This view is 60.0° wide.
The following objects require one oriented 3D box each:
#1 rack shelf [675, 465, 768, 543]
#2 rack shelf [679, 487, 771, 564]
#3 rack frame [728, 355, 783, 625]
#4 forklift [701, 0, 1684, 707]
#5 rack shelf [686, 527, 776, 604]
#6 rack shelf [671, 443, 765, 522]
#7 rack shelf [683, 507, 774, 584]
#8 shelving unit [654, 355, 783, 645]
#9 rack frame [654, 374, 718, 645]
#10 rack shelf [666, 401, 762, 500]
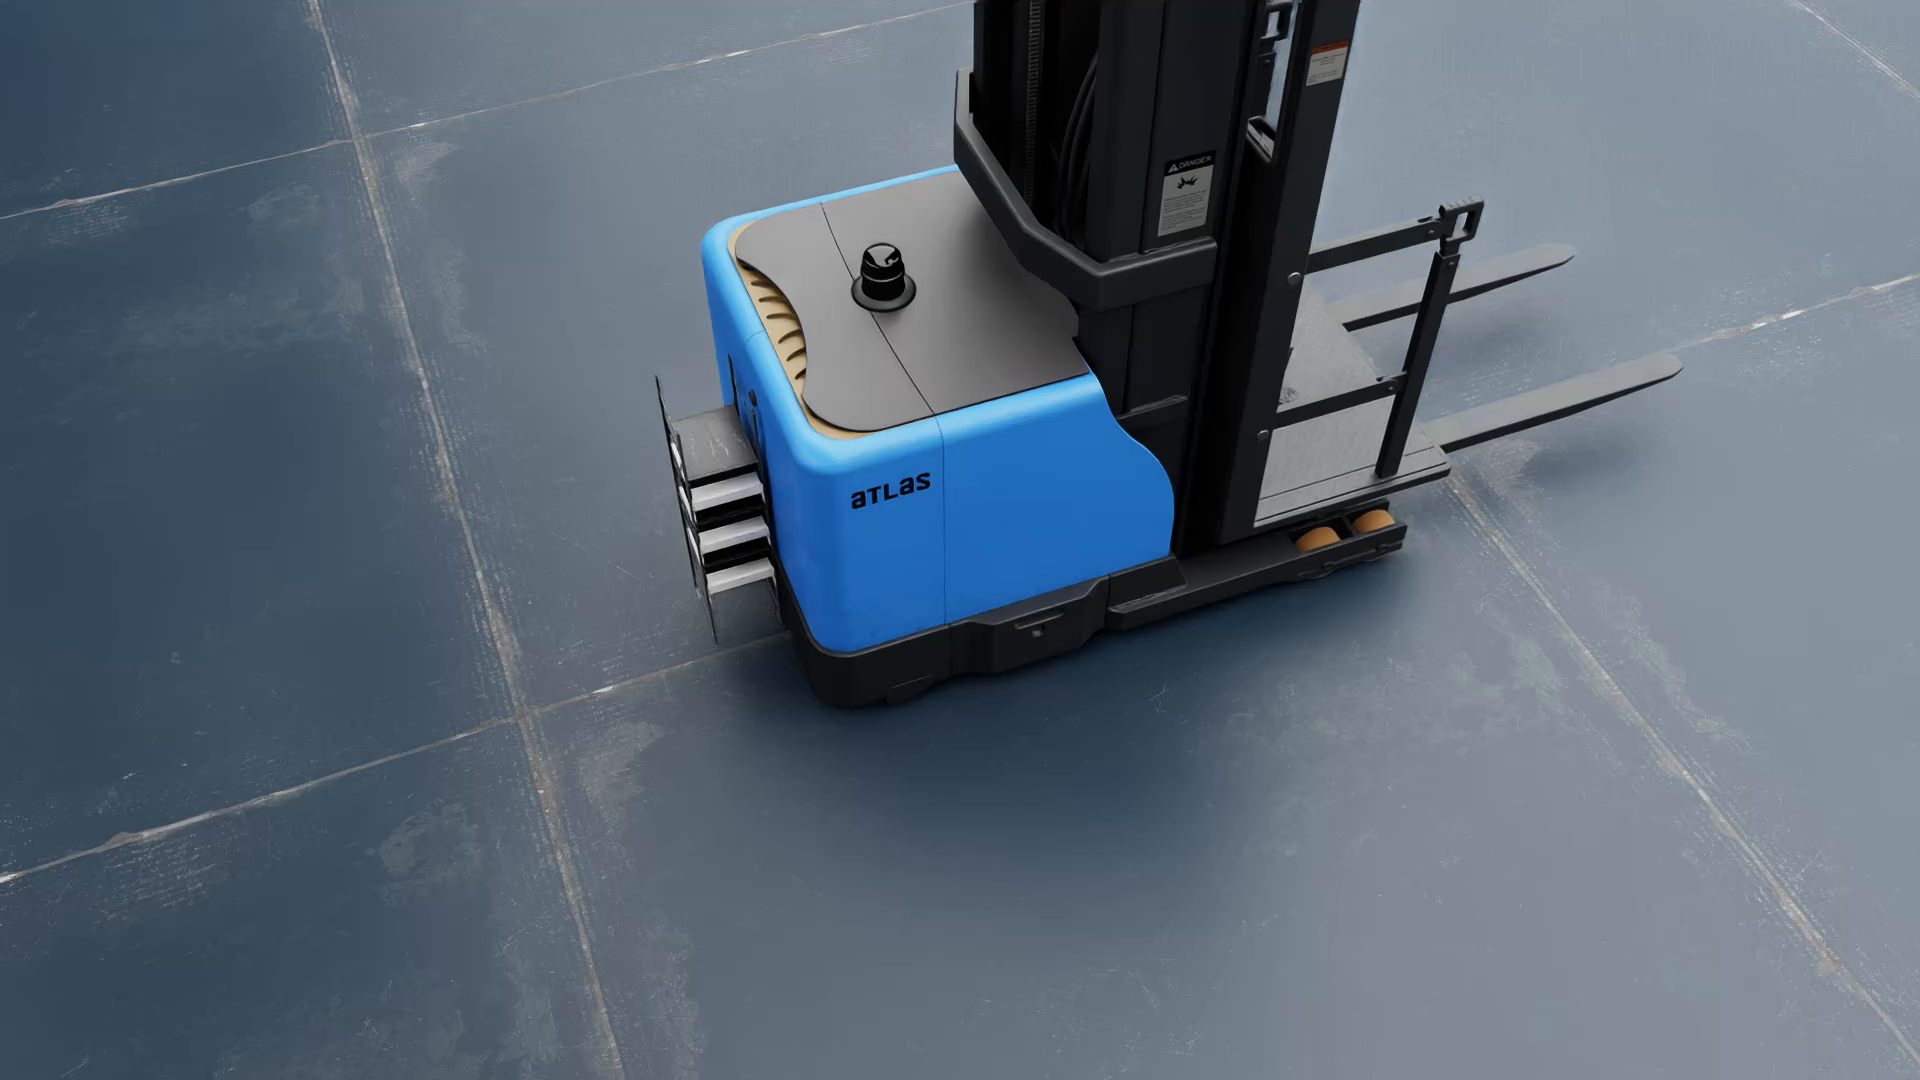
[{"bbox_3d":[-0.676,-0.130,4.694,0.200,0.077,0.258,-16,51,-14],"label":"rack shelf"},{"bbox_3d":[-0.676,-0.071,4.762,0.200,0.077,0.258,-16,51,-14],"label":"rack shelf"},{"bbox_3d":[-0.582,-0.121,4.761,0.006,0.900,0.240,-16,51,-14],"label":"rack frame"},{"bbox_3d":[0.840,-1.195,4.344,3.031,2.935,1.130,-16,51,-14],"label":"forklift"},{"bbox_3d":[-0.676,0.046,4.899,0.200,0.077,0.258,-16,51,-14],"label":"rack shelf"},{"bbox_3d":[-0.676,-0.189,4.626,0.200,0.077,0.258,-16,51,-14],"label":"rack shelf"},{"bbox_3d":[-0.676,-0.013,4.830,0.200,0.077,0.258,-16,51,-14],"label":"rack shelf"},{"bbox_3d":[-0.676,-0.093,4.737,0.210,0.900,0.258,-16,51,-14],"label":"shelving unit"},{"bbox_3d":[-0.771,-0.065,4.713,0.006,0.900,0.240,-16,51,-14],"label":"rack frame"},{"bbox_3d":[-0.676,-0.247,4.557,0.200,0.077,0.258,-16,51,-14],"label":"rack shelf"}]
